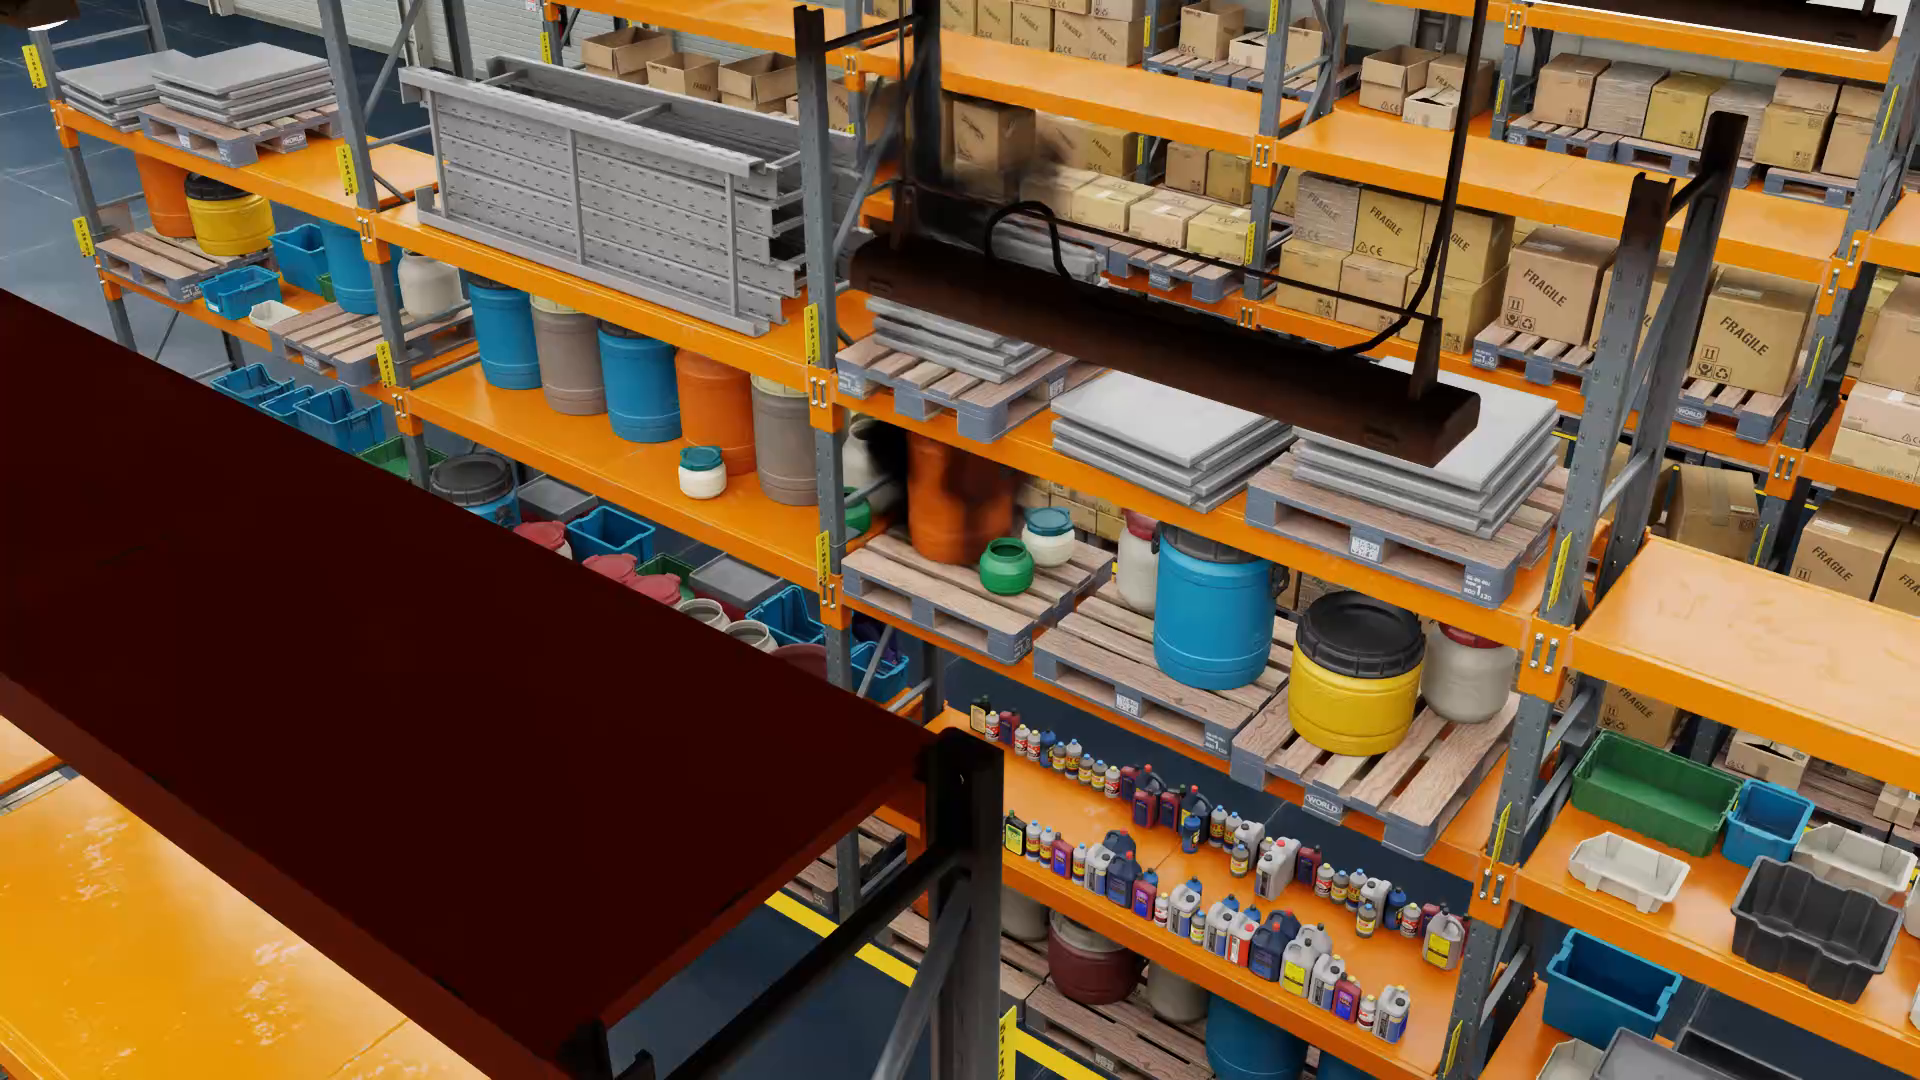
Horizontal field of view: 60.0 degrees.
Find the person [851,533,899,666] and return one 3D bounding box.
[{"bbox_3d":[-0.640,0.341,12.657,0.498,1.641,0.621,20,37,29],"label":"person"}]
